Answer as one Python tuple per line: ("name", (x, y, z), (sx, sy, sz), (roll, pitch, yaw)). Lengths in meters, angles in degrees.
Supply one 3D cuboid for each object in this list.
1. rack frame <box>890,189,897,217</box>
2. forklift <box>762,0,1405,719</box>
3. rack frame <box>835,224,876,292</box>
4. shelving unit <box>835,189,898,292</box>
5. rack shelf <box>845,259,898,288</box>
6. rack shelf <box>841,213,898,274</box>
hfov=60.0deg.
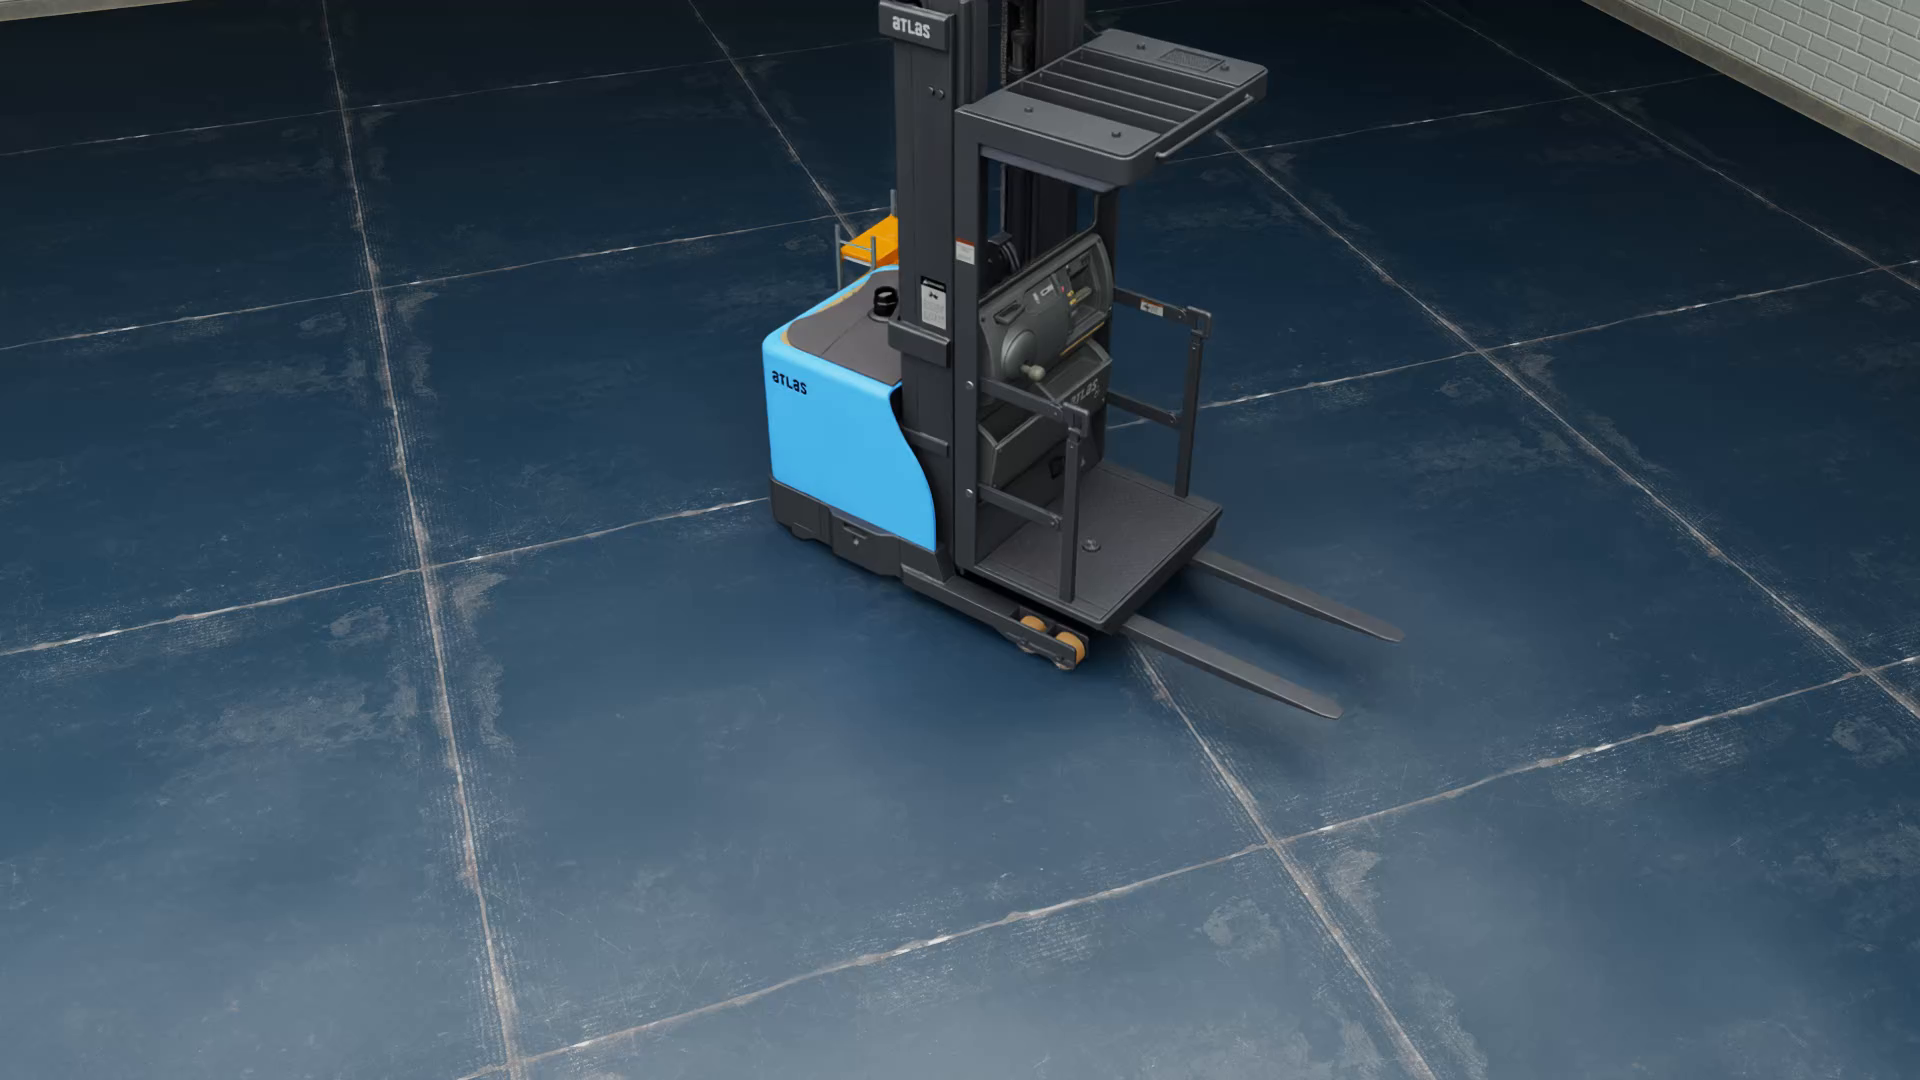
("rack frame", (-0.259, -1.313, 8.996), (0.240, 1.200, 0.015), (21, 42, 26))
("forklift", (0.548, -0.953, 7.079), (3.031, 2.935, 1.130), (24, 43, 28))
("rack frame", (-0.524, -1.067, 8.669), (0.240, 1.200, 0.015), (21, 42, 26))
("shelving unit", (-0.392, -1.190, 8.832), (0.258, 1.200, 0.503), (21, 42, 26))
("rack shelf", (-0.392, -1.315, 8.738), (0.258, 0.148, 0.480), (21, 42, 26))
("rack shelf", (-0.392, -1.504, 8.596), (0.258, 0.148, 0.480), (21, 42, 26))
